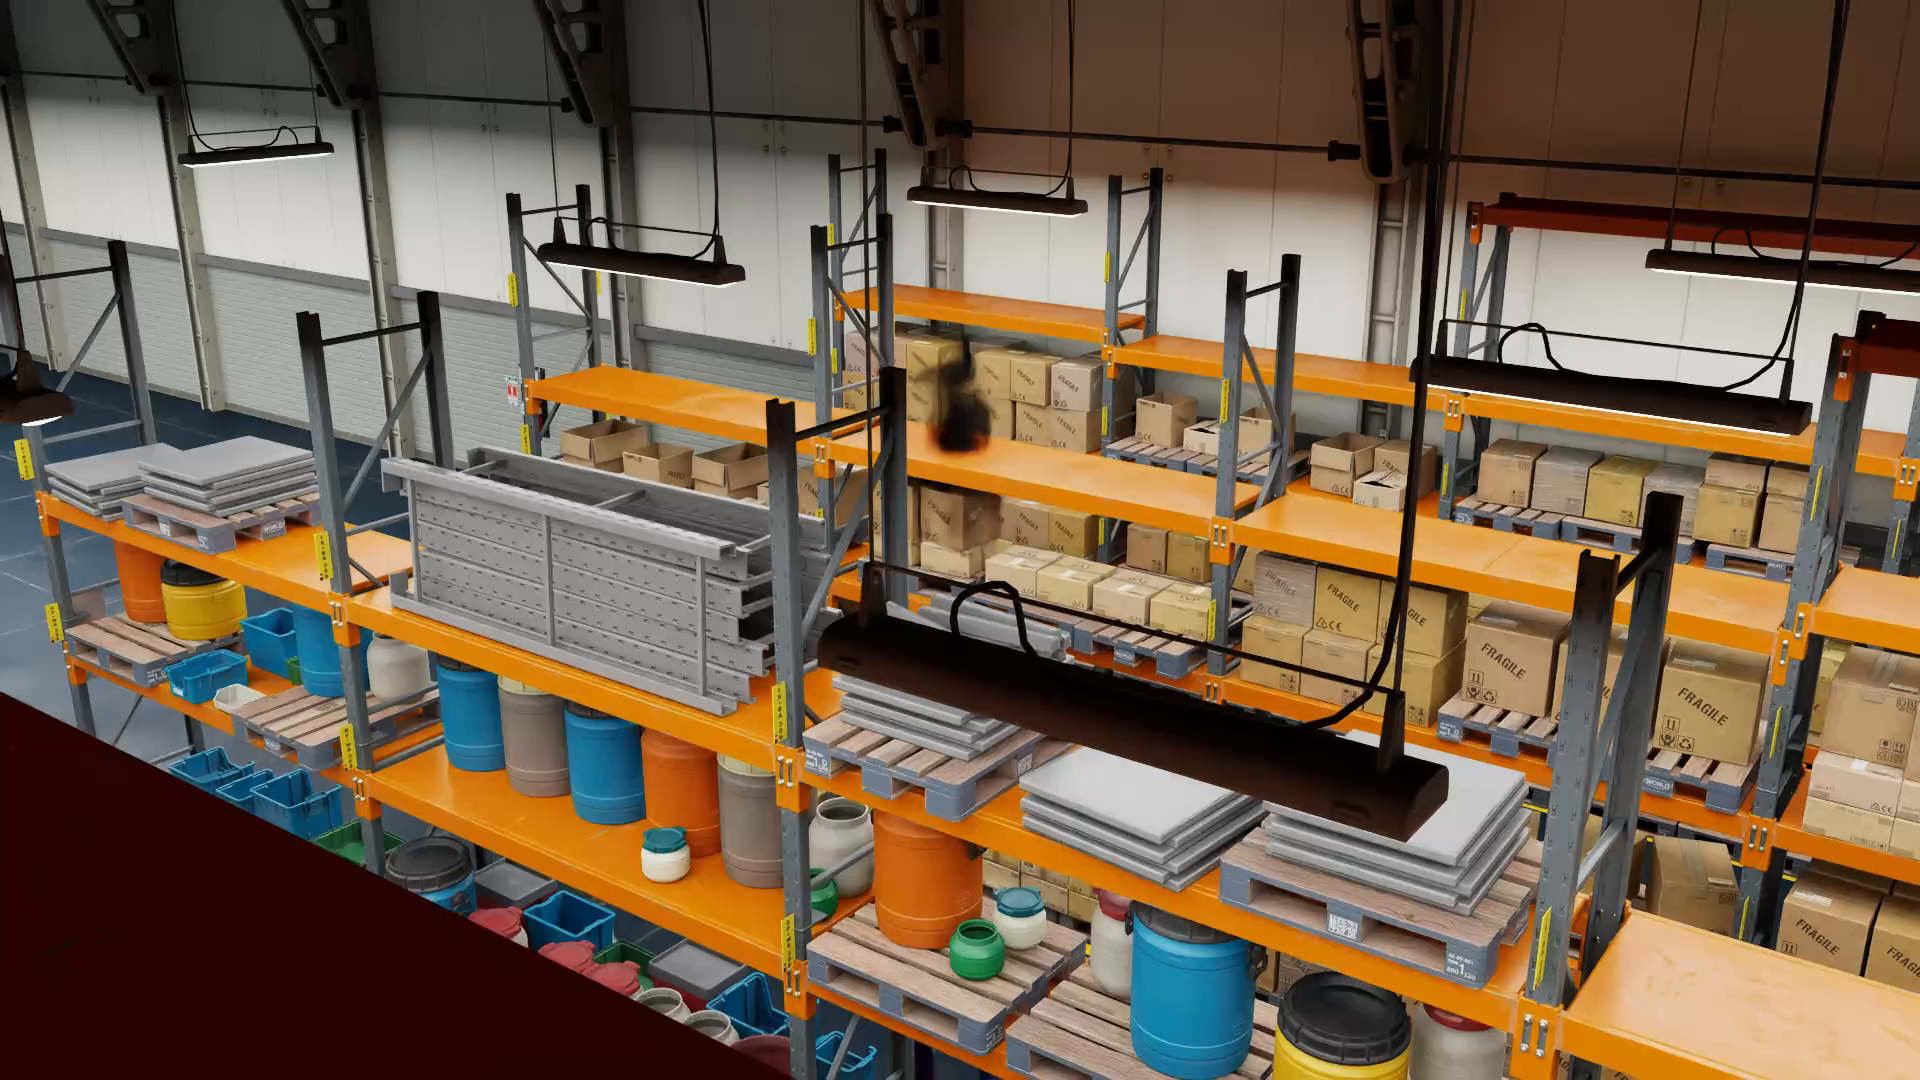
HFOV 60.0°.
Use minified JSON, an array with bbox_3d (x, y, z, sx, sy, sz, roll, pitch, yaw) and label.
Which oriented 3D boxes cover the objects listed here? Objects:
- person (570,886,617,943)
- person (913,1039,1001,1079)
[{"bbox_3d":[-3.119,2.955,13.987,0.551,1.502,0.826,-13,22,-34],"label":"person"},{"bbox_3d":[-0.073,3.407,12.345,0.839,1.707,0.587,12,22,32],"label":"person"}]
